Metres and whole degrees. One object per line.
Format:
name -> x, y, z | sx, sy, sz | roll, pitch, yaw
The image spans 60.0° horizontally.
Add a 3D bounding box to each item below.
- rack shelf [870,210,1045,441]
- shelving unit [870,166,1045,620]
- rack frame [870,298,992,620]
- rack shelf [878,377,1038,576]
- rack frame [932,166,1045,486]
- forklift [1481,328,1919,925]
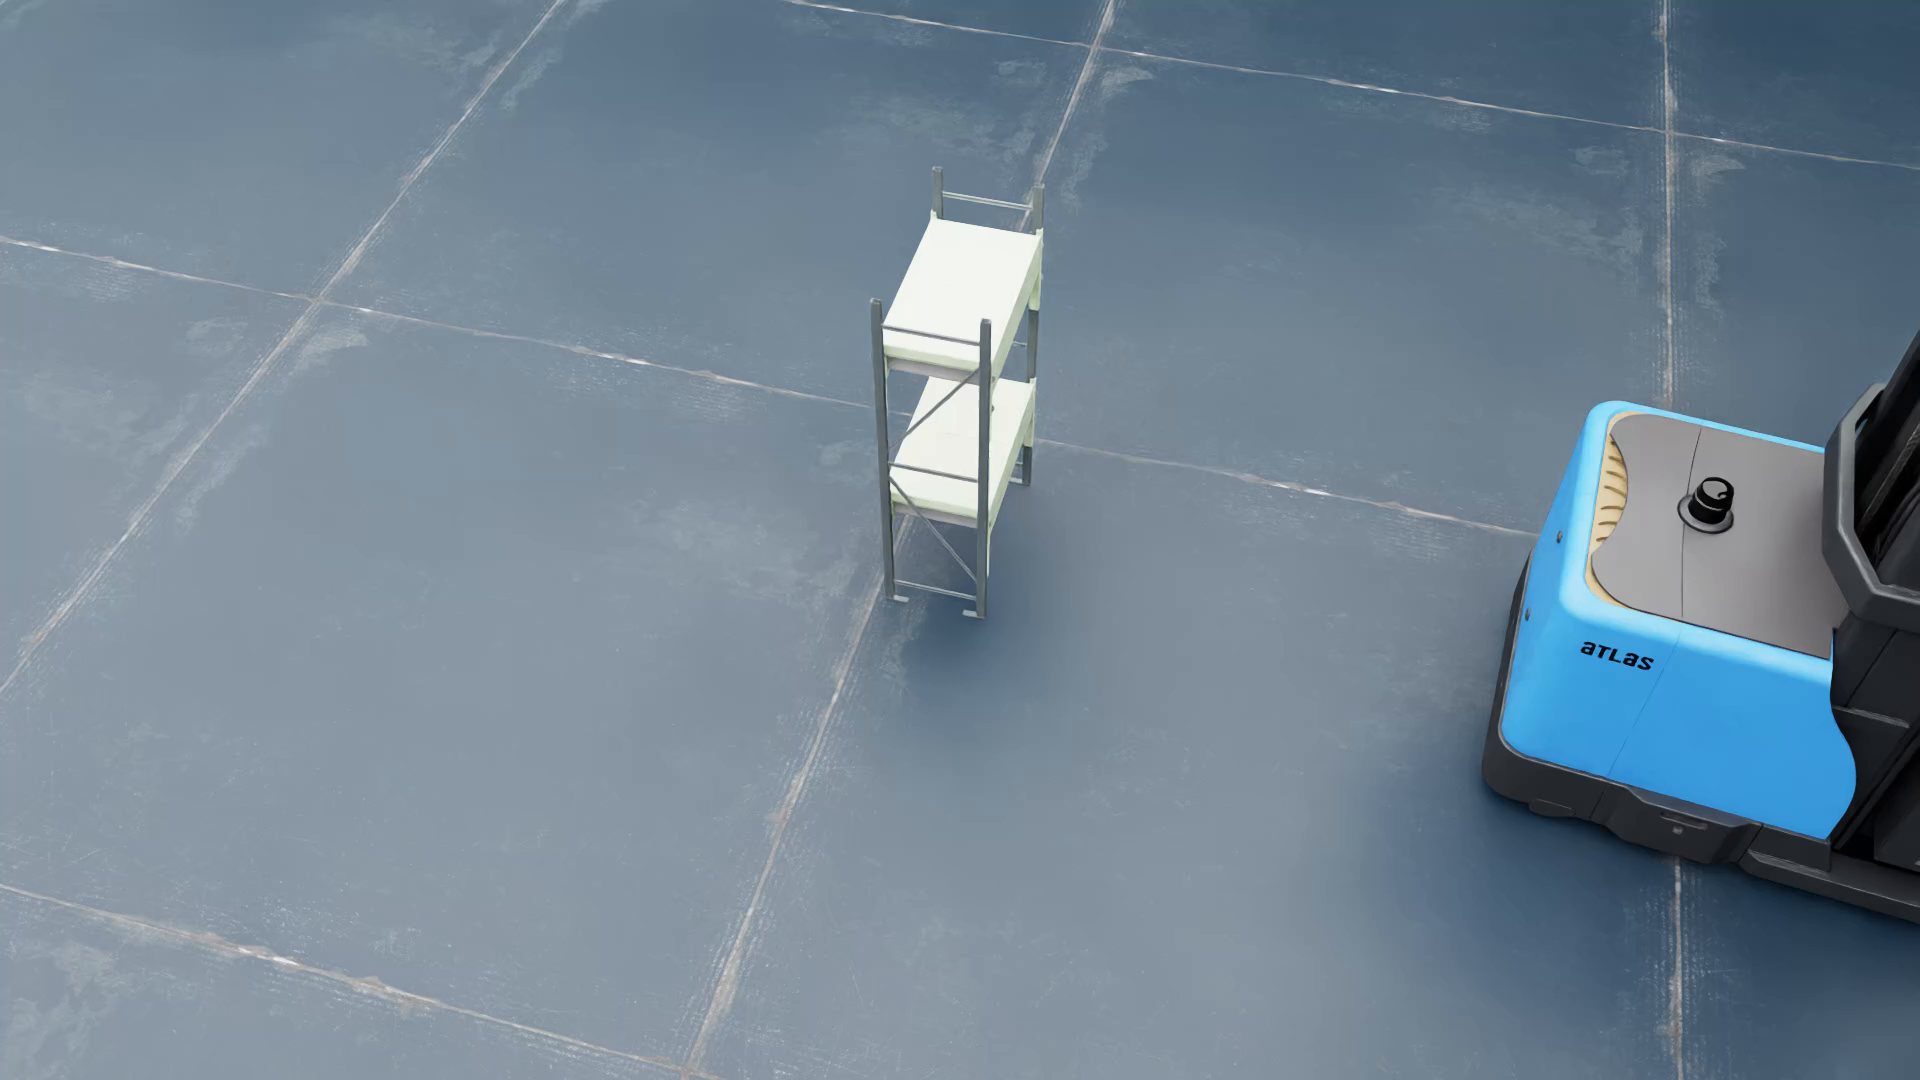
rack shelf -> 0.002, -0.759, 5.818 | 0.431, 0.370, 0.720 | 12, 50, 10
shelving unit -> 0.002, -0.501, 6.111 | 0.431, 1.500, 0.755 | 12, 50, 10
rack frame -> -0.095, -0.236, 5.877 | 0.400, 1.500, 0.023 | 12, 50, 10
rack shelf -> 0.002, -0.285, 6.355 | 0.431, 0.370, 0.720 | 12, 50, 10
rack frame -> 0.098, -0.766, 6.344 | 0.400, 1.500, 0.023 | 12, 50, 10
forklift -> 3.408, -0.033, 4.743 | 3.031, 2.935, 1.130 | 15, 50, 13
